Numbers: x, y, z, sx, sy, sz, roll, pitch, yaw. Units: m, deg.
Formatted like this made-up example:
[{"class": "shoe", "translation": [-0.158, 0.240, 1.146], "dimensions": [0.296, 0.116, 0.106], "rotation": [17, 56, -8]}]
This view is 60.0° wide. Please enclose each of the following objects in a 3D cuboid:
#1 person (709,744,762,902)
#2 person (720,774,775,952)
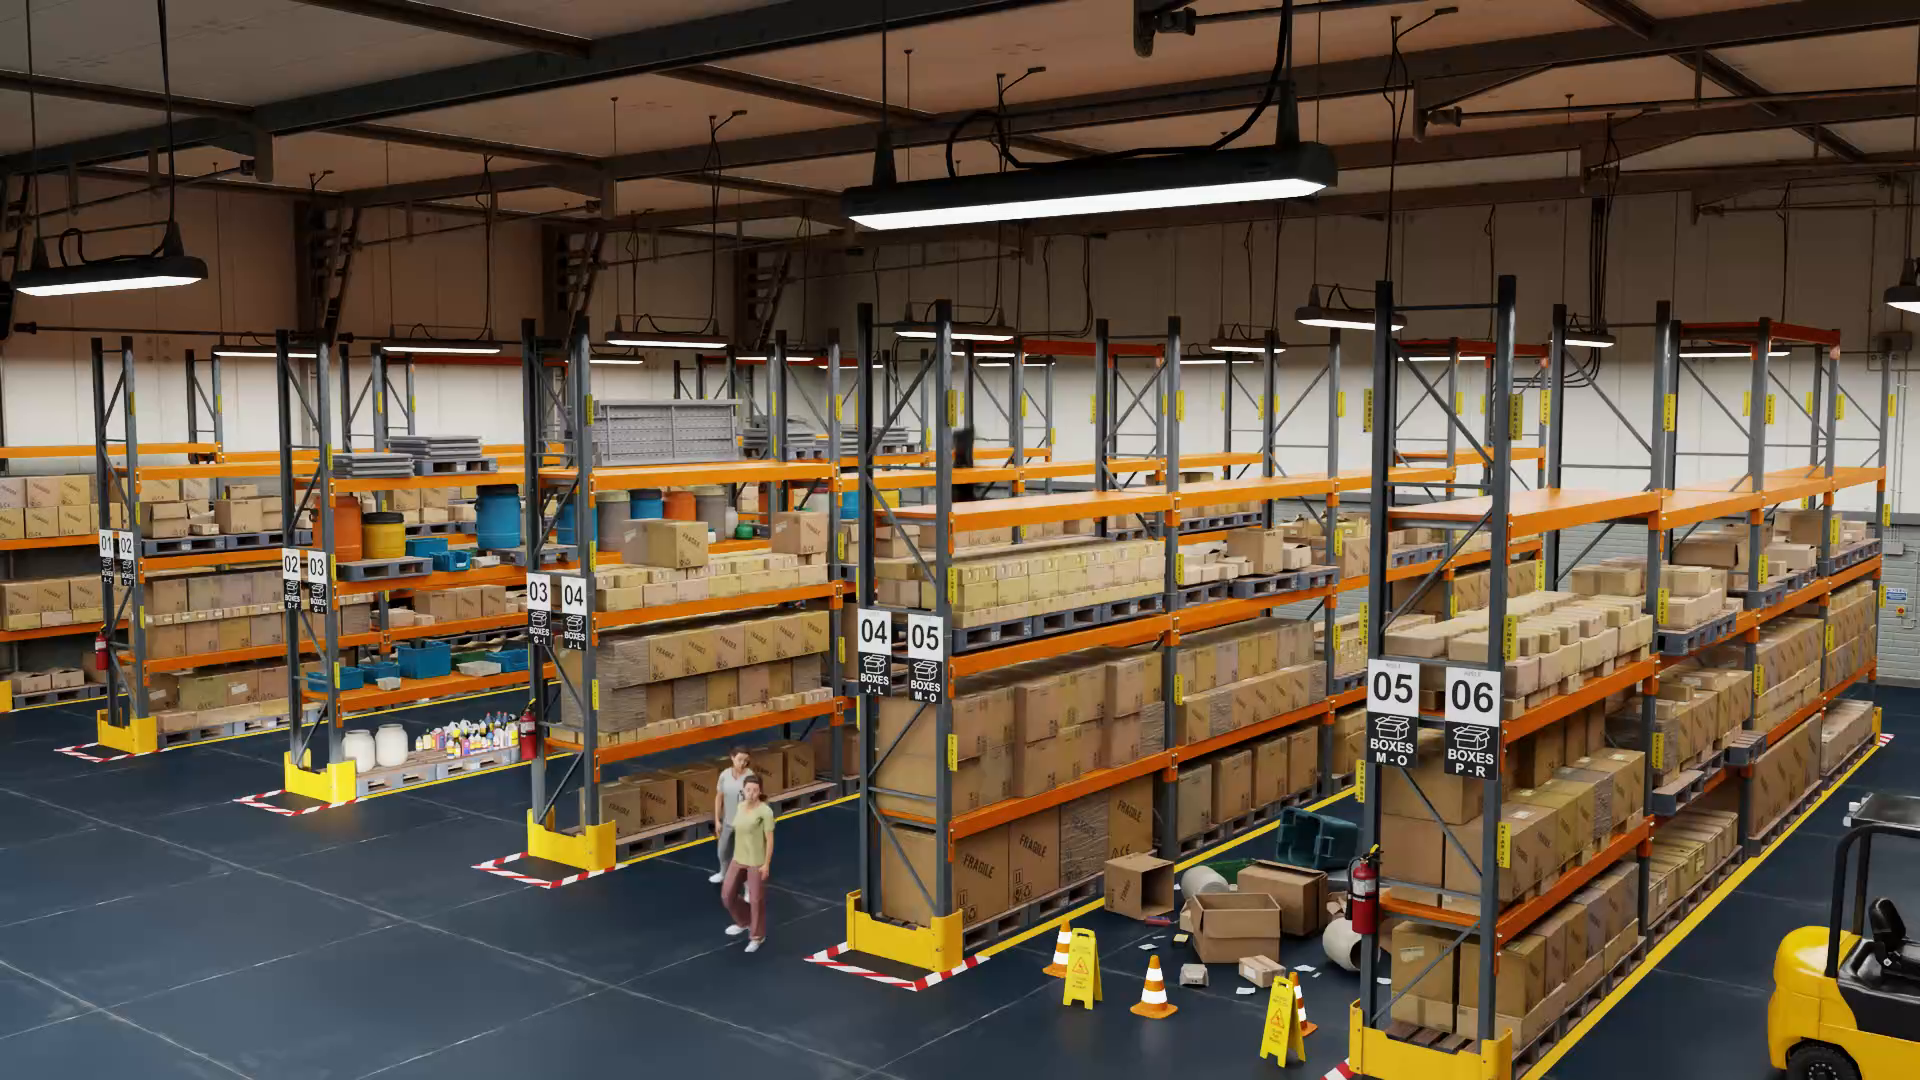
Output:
[{"class": "person", "translation": [-2.340, 2.868, 17.208], "dimensions": [0.727, 1.602, 0.698], "rotation": [1, 5, 16]}, {"class": "person", "translation": [-1.970, 3.001, 15.507], "dimensions": [0.605, 1.688, 0.438], "rotation": [3, 6, 28]}]
